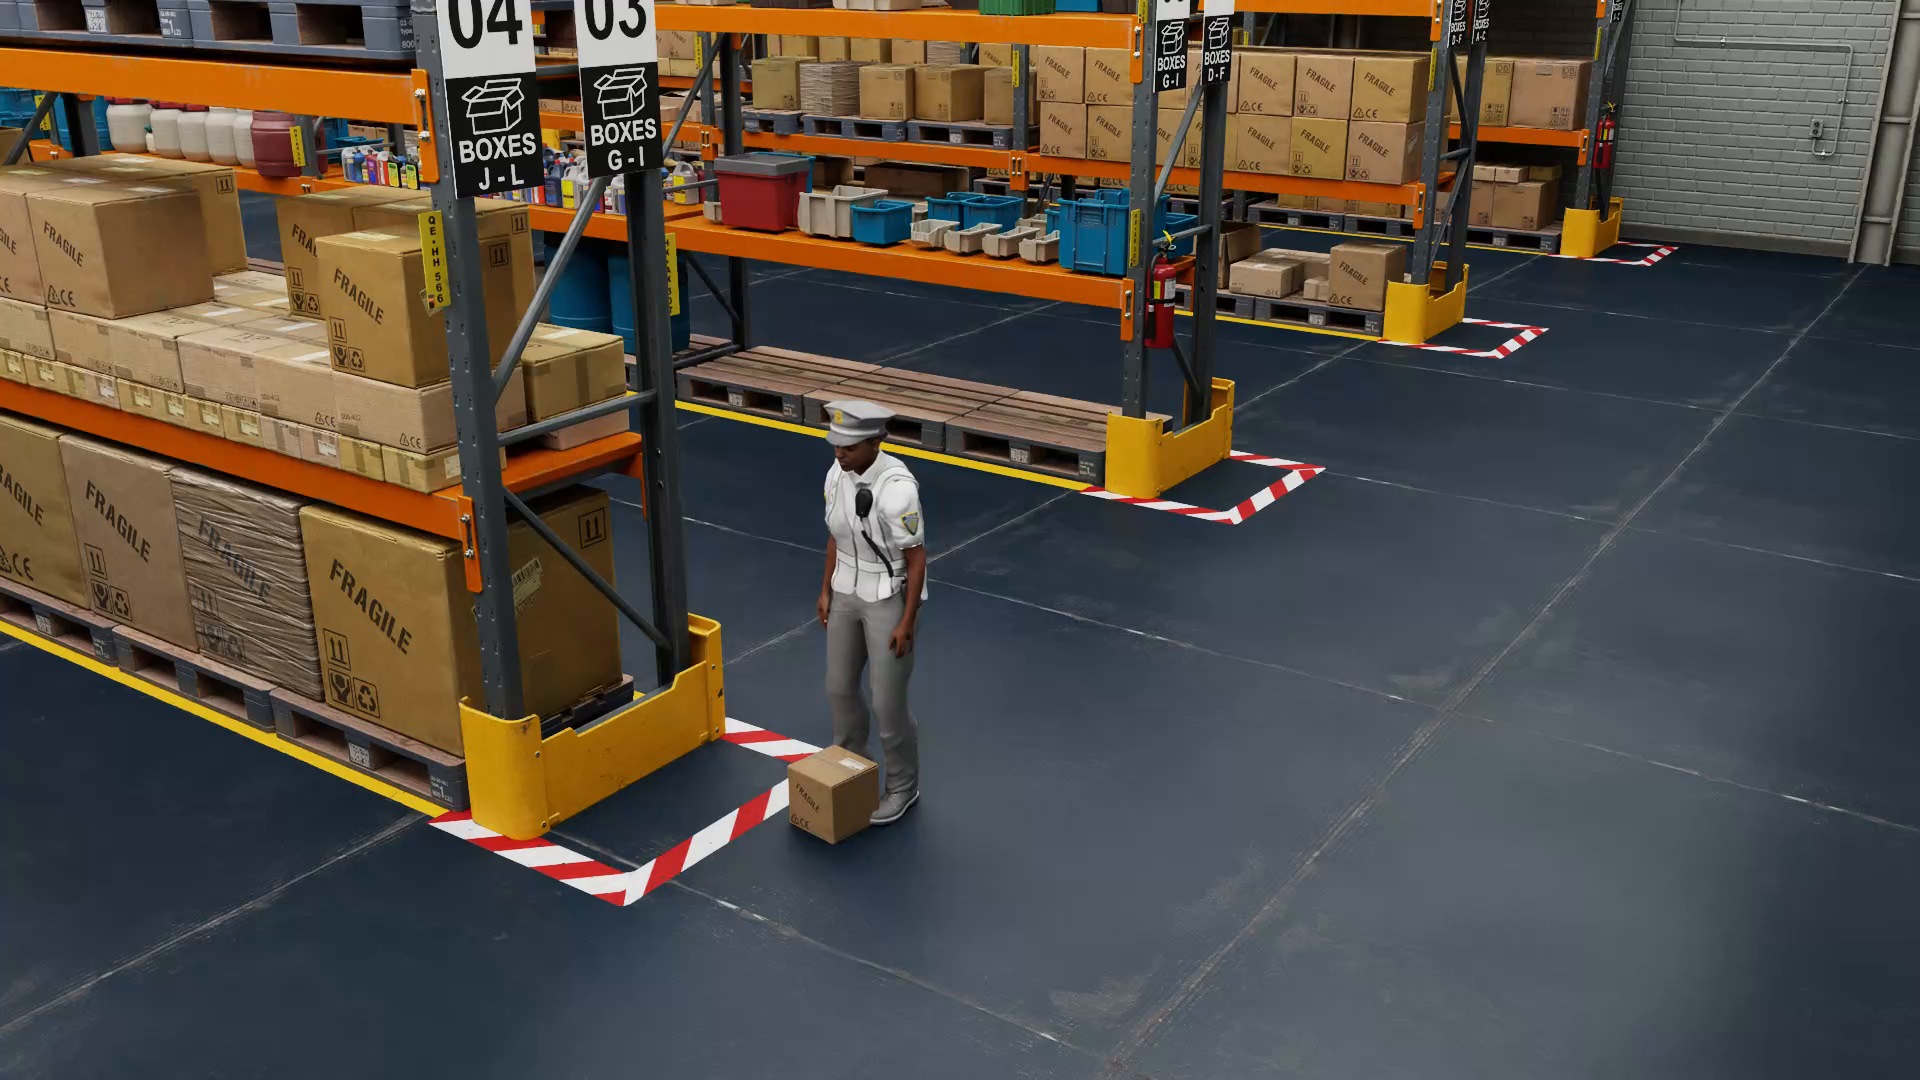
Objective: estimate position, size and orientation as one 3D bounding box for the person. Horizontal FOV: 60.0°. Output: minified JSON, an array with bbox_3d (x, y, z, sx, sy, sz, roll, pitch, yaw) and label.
[{"bbox_3d":[-0.345,0.256,6.368,0.505,1.659,0.392,17,26,39],"label":"person"}]
